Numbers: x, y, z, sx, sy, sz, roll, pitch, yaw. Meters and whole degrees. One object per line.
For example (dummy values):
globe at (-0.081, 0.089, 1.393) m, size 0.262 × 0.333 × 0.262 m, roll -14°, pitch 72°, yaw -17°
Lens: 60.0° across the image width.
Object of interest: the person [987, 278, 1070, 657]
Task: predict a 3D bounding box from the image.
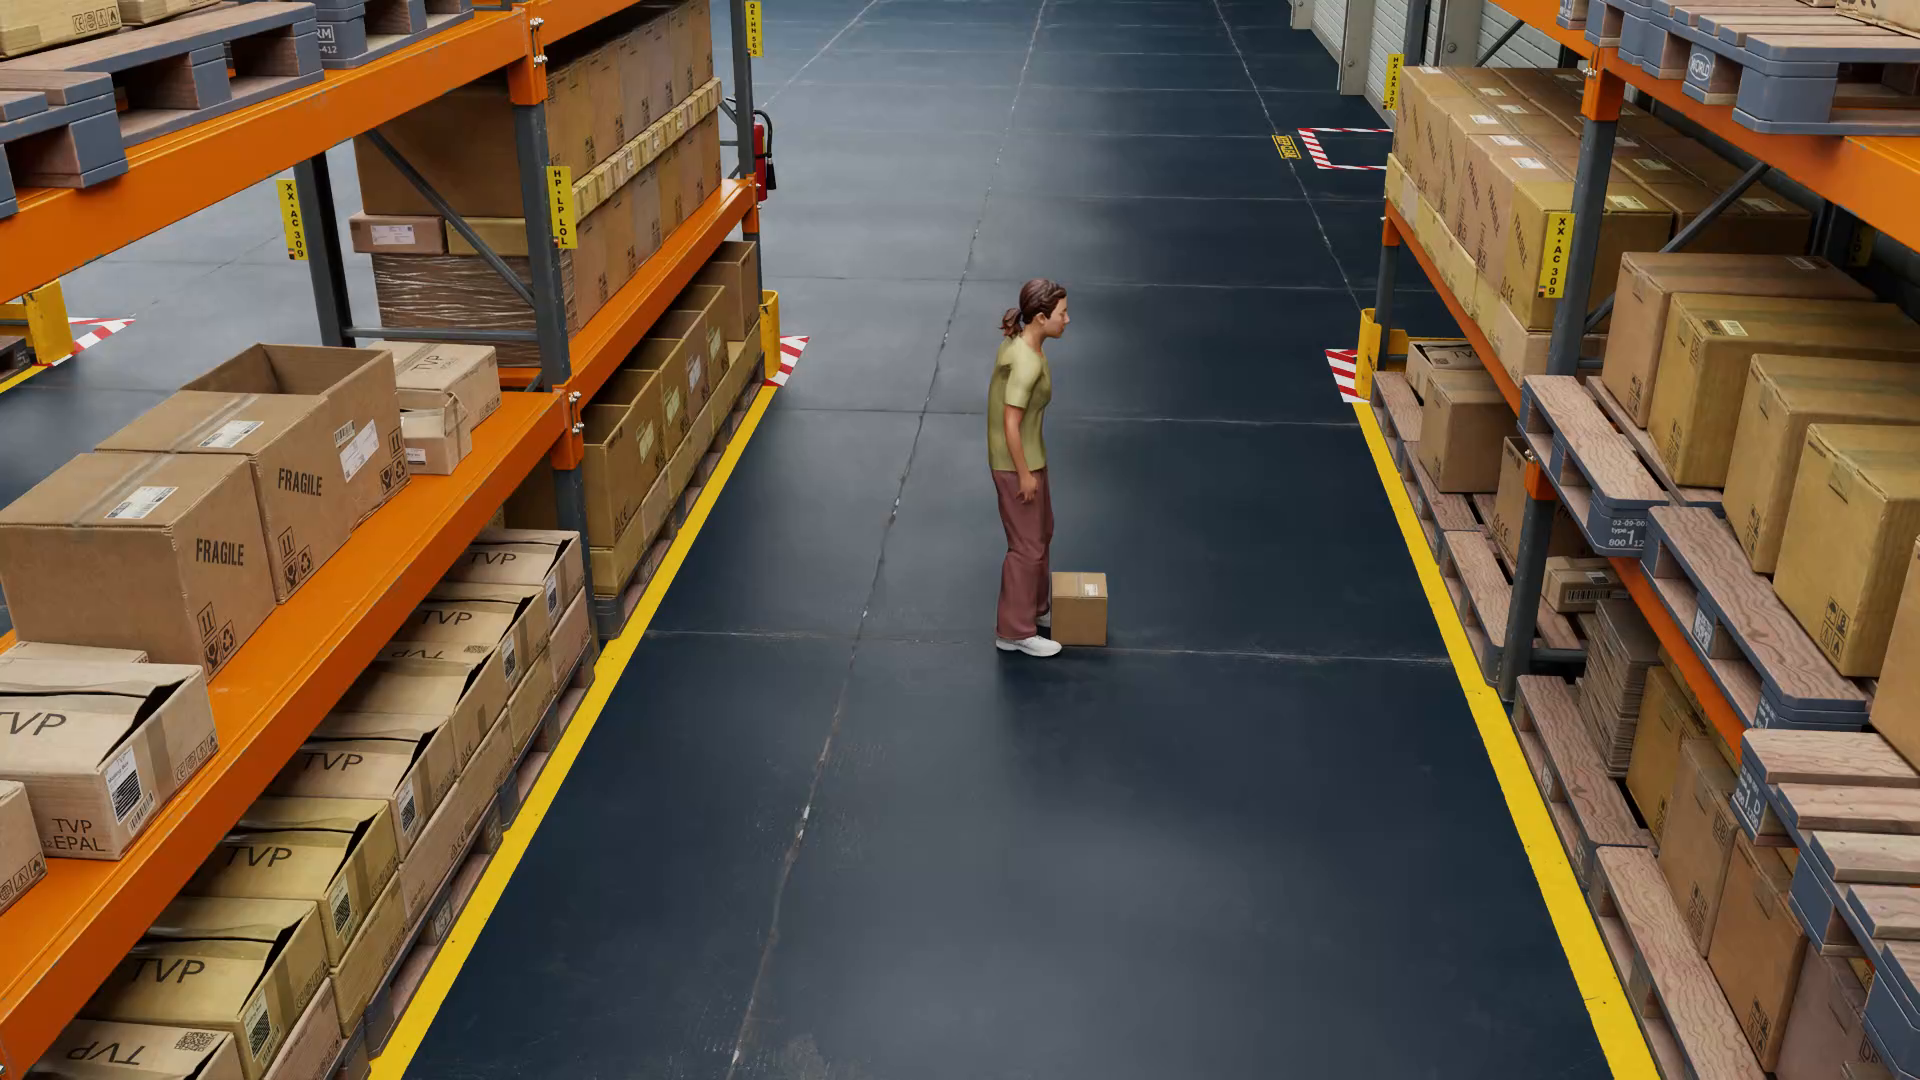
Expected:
person at (0.321, -0.334, 7.335) m, size 0.404 × 1.673 × 0.500 m, roll 2°, pitch 25°, yaw 4°
